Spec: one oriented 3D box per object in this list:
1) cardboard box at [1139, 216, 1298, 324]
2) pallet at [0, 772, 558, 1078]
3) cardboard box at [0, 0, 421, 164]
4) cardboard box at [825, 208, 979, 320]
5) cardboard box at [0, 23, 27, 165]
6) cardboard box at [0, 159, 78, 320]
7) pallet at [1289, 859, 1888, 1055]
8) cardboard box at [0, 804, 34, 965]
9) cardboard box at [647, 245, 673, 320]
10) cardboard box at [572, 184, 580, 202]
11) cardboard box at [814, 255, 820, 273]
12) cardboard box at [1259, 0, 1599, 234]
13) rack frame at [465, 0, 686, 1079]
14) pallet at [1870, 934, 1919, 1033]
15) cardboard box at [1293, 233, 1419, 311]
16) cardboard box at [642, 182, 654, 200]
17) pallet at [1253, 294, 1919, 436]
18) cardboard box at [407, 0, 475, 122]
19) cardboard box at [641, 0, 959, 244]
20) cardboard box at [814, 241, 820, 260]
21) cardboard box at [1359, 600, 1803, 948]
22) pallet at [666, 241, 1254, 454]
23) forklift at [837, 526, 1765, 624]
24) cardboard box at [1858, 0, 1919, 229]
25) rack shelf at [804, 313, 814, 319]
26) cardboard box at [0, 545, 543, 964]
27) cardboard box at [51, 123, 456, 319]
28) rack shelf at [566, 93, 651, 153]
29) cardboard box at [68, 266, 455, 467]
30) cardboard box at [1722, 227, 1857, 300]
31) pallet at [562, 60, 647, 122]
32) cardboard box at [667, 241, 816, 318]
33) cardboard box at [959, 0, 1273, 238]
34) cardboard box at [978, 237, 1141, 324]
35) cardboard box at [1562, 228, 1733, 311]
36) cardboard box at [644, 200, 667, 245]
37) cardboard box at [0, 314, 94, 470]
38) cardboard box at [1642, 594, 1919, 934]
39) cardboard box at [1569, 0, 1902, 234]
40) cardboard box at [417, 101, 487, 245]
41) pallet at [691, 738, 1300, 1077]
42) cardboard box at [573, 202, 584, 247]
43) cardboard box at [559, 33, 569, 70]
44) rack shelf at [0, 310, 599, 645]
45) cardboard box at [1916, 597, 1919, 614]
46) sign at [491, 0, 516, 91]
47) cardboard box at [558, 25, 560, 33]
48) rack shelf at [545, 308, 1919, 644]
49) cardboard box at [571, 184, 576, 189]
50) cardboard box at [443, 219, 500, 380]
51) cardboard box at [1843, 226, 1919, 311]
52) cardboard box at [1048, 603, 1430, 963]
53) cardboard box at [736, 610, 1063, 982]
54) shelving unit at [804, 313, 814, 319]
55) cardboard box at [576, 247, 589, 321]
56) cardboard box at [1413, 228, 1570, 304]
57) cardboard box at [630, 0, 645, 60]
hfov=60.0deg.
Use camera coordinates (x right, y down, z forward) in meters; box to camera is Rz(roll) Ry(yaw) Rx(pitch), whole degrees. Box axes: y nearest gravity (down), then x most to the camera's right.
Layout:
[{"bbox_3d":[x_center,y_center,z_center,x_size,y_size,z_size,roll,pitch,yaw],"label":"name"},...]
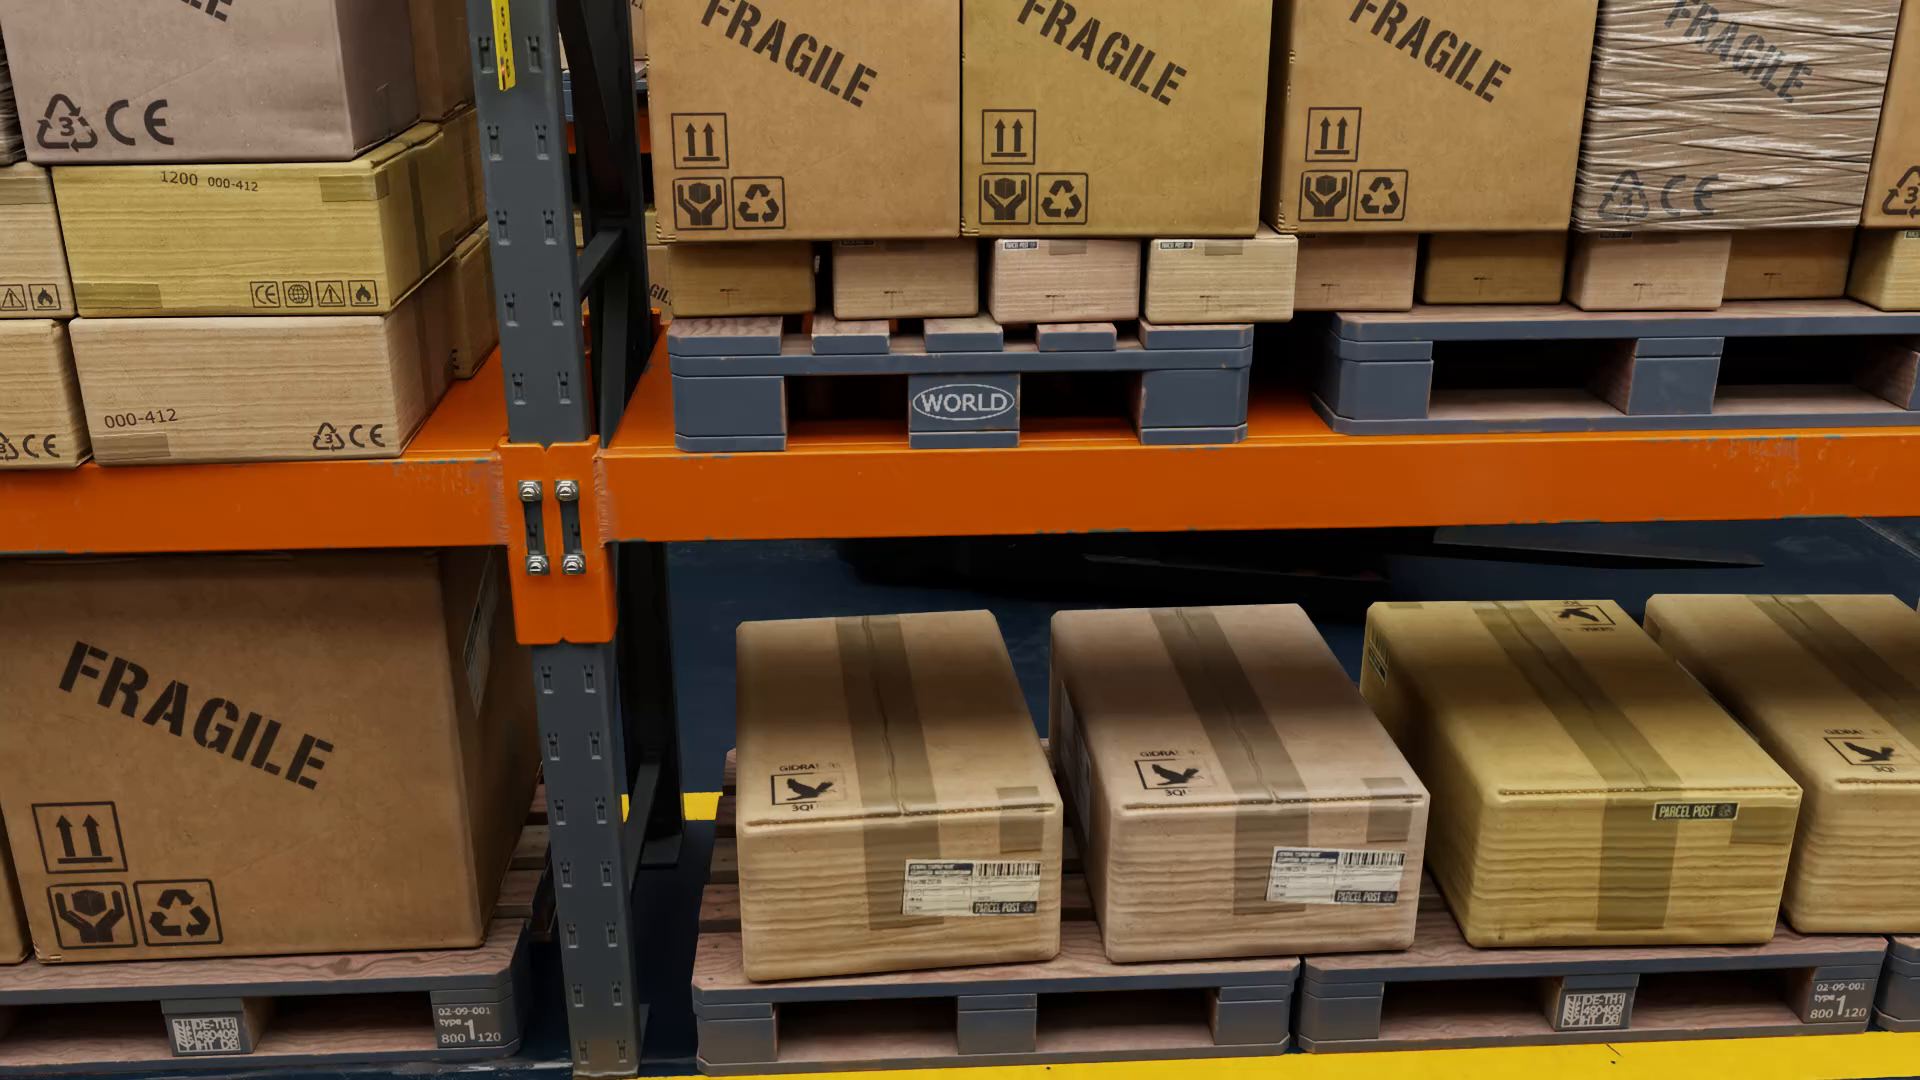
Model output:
[{"bbox_3d":[0.438,-0.507,3.000,0.250,0.149,0.380,-1,21,-3],"label":"cardboard box"},{"bbox_3d":[-1.525,0.786,3.760,1.213,0.211,1.003,-1,21,-3],"label":"pallet"},{"bbox_3d":[-1.234,-0.917,2.768,0.500,0.500,0.500,-2,21,-5],"label":"cardboard box"},{"bbox_3d":[-0.114,-0.520,3.033,0.250,0.149,0.380,-2,21,-6],"label":"cardboard box"},{"bbox_3d":[-1.746,-0.904,2.733,0.500,0.500,0.500,-1,21,-2],"label":"cardboard box"},{"bbox_3d":[-1.714,-0.558,2.879,0.500,0.250,0.500,-2,21,-4],"label":"cardboard box"},{"bbox_3d":[1.262,0.758,3.834,1.213,0.211,1.003,-1,21,-3],"label":"pallet"},{"bbox_3d":[-2.318,0.291,3.536,0.875,0.875,0.875,-1,21,-2],"label":"cardboard box"},{"bbox_3d":[-1.430,-1.213,8.013,0.500,0.500,0.500,-1,21,-1],"label":"cardboard box"},{"bbox_3d":[-1.825,-1.705,8.395,0.250,0.149,0.380,-1,21,-1],"label":"cardboard box"},{"bbox_3d":[-0.397,-1.364,8.235,0.625,0.625,0.875,-1,21,-1],"label":"cardboard box"},{"bbox_3d":[0.779,-0.842,2.967,0.500,0.500,0.500,-1,21,-2],"label":"cardboard box"},{"bbox_3d":[-0.733,-0.506,3.235,0.127,3.000,1.000,-1,21,-3],"label":"rack frame"},{"bbox_3d":[2.483,0.732,3.902,1.213,0.211,1.003,-1,21,-3],"label":"pallet"},{"bbox_3d":[0.674,-0.540,3.086,0.250,0.149,0.380,0,21,0],"label":"cardboard box"},{"bbox_3d":[-1.559,-1.701,8.384,0.250,0.149,0.380,0,21,0],"label":"cardboard box"},{"bbox_3d":[1.241,-0.472,3.413,1.213,0.211,1.003,-1,21,-3],"label":"pallet"},{"bbox_3d":[-1.240,-1.097,3.241,0.500,0.500,0.500,-2,21,-5],"label":"cardboard box"},{"bbox_3d":[-0.271,-0.815,2.898,0.500,0.500,0.500,-2,21,-5],"label":"cardboard box"},{"bbox_3d":[-0.419,-0.675,3.442,0.250,0.149,0.380,0,21,-1],"label":"cardboard box"},{"bbox_3d":[1.325,0.486,3.731,0.625,0.372,0.950,0,21,-1],"label":"cardboard box"},{"bbox_3d":[-0.028,-0.469,3.407,1.003,0.211,1.213,-1,21,-3],"label":"pallet"},{"bbox_3d":[1.141,-1.304,5.427,3.031,2.935,1.130,4,21,10],"label":"forklift"},{"bbox_3d":[1.802,-0.860,3.015,0.500,0.500,0.500,0,21,-1],"label":"cardboard box"},{"bbox_3d":[-0.479,-0.783,5.934,0.240,0.259,0.215,4,21,10],"label":"rack shelf"},{"bbox_3d":[-1.428,0.275,3.579,0.875,0.875,0.875,-1,21,-4],"label":"cardboard box"},{"bbox_3d":[-1.202,-0.570,2.910,0.500,0.250,0.500,-1,21,-3],"label":"cardboard box"},{"bbox_3d":[-3.017,-1.893,7.888,4.000,0.370,1.077,-1,21,-3],"label":"rack shelf"},{"bbox_3d":[-1.223,-0.334,2.993,0.500,0.250,0.500,-2,21,-5],"label":"cardboard box"},{"bbox_3d":[1.474,-0.574,3.175,0.250,0.149,0.380,-2,21,-5],"label":"cardboard box"},{"bbox_3d":[-1.693,-2.141,7.799,1.003,0.211,1.213,-1,21,-3],"label":"pallet"},{"bbox_3d":[-0.398,-0.526,3.049,0.250,0.149,0.380,-2,21,-6],"label":"cardboard box"},{"bbox_3d":[0.249,-0.828,2.932,0.500,0.500,0.500,0,21,0],"label":"cardboard box"},{"bbox_3d":[0.162,-0.509,3.005,0.250,0.149,0.380,-3,21,-7],"label":"cardboard box"},{"bbox_3d":[1.218,-0.541,3.090,0.250,0.149,0.380,-1,21,-1],"label":"cardboard box"},{"bbox_3d":[-1.499,-1.501,7.858,0.250,0.149,0.380,-2,21,-6],"label":"cardboard box"},{"bbox_3d":[-1.732,-0.318,2.951,0.500,0.250,0.500,-1,21,-2],"label":"cardboard box"},{"bbox_3d":[2.019,0.472,3.770,0.625,0.372,0.950,0,21,0],"label":"cardboard box"},{"bbox_3d":[1.279,-0.849,2.986,0.500,0.500,0.500,-2,21,-5],"label":"cardboard box"},{"bbox_3d":[-1.253,-0.747,3.376,0.500,0.250,0.500,-1,21,-3],"label":"cardboard box"},{"bbox_3d":[0.047,0.781,3.772,1.213,0.211,1.003,-1,21,-3],"label":"pallet"},{"bbox_3d":[-1.770,-1.484,7.815,0.250,0.149,0.380,-2,21,-6],"label":"cardboard box"},{"bbox_3d":[-1.654,-2.199,7.443,0.250,0.149,0.380,-1,21,-2],"label":"cardboard box"},{"bbox_3d":[-2.730,-0.130,3.257,4.000,0.370,1.077,-1,21,-3],"label":"rack shelf"},{"bbox_3d":[2.737,0.456,3.811,0.625,0.372,0.950,-1,21,-2],"label":"cardboard box"},{"bbox_3d":[-0.698,-0.850,2.512,0.005,0.325,0.100,-1,21,-3],"label":"sign"},{"bbox_3d":[-2.055,-2.259,7.460,0.500,0.250,0.500,-2,21,-6],"label":"cardboard box"},{"bbox_3d":[1.264,-0.211,3.470,4.000,0.370,1.077,-1,21,-3],"label":"rack shelf"},{"bbox_3d":[-2.069,-1.672,8.307,0.250,0.149,0.380,-1,21,-2],"label":"cardboard box"},{"bbox_3d":[-1.236,-0.516,3.471,0.500,0.250,0.500,-2,21,-4],"label":"cardboard box"},{"bbox_3d":[1.743,-0.542,3.093,0.250,0.149,0.380,-1,21,-3],"label":"cardboard box"},{"bbox_3d":[0.568,0.500,3.696,0.625,0.372,0.950,-2,21,-4],"label":"cardboard box"},{"bbox_3d":[-0.169,0.517,3.649,0.625,0.372,0.950,-3,21,-7],"label":"cardboard box"},{"bbox_3d":[-0.479,-0.527,6.031,0.252,1.050,0.215,4,21,10],"label":"shelving unit"},{"bbox_3d":[-1.930,-1.206,7.996,0.500,0.500,0.500,-1,21,-4],"label":"cardboard box"},{"bbox_3d":[0.954,-0.559,3.137,0.250,0.149,0.380,0,21,-1],"label":"cardboard box"},{"bbox_3d":[-1.543,-2.558,7.892,0.500,0.500,0.500,0,21,-1],"label":"cardboard box"}]
